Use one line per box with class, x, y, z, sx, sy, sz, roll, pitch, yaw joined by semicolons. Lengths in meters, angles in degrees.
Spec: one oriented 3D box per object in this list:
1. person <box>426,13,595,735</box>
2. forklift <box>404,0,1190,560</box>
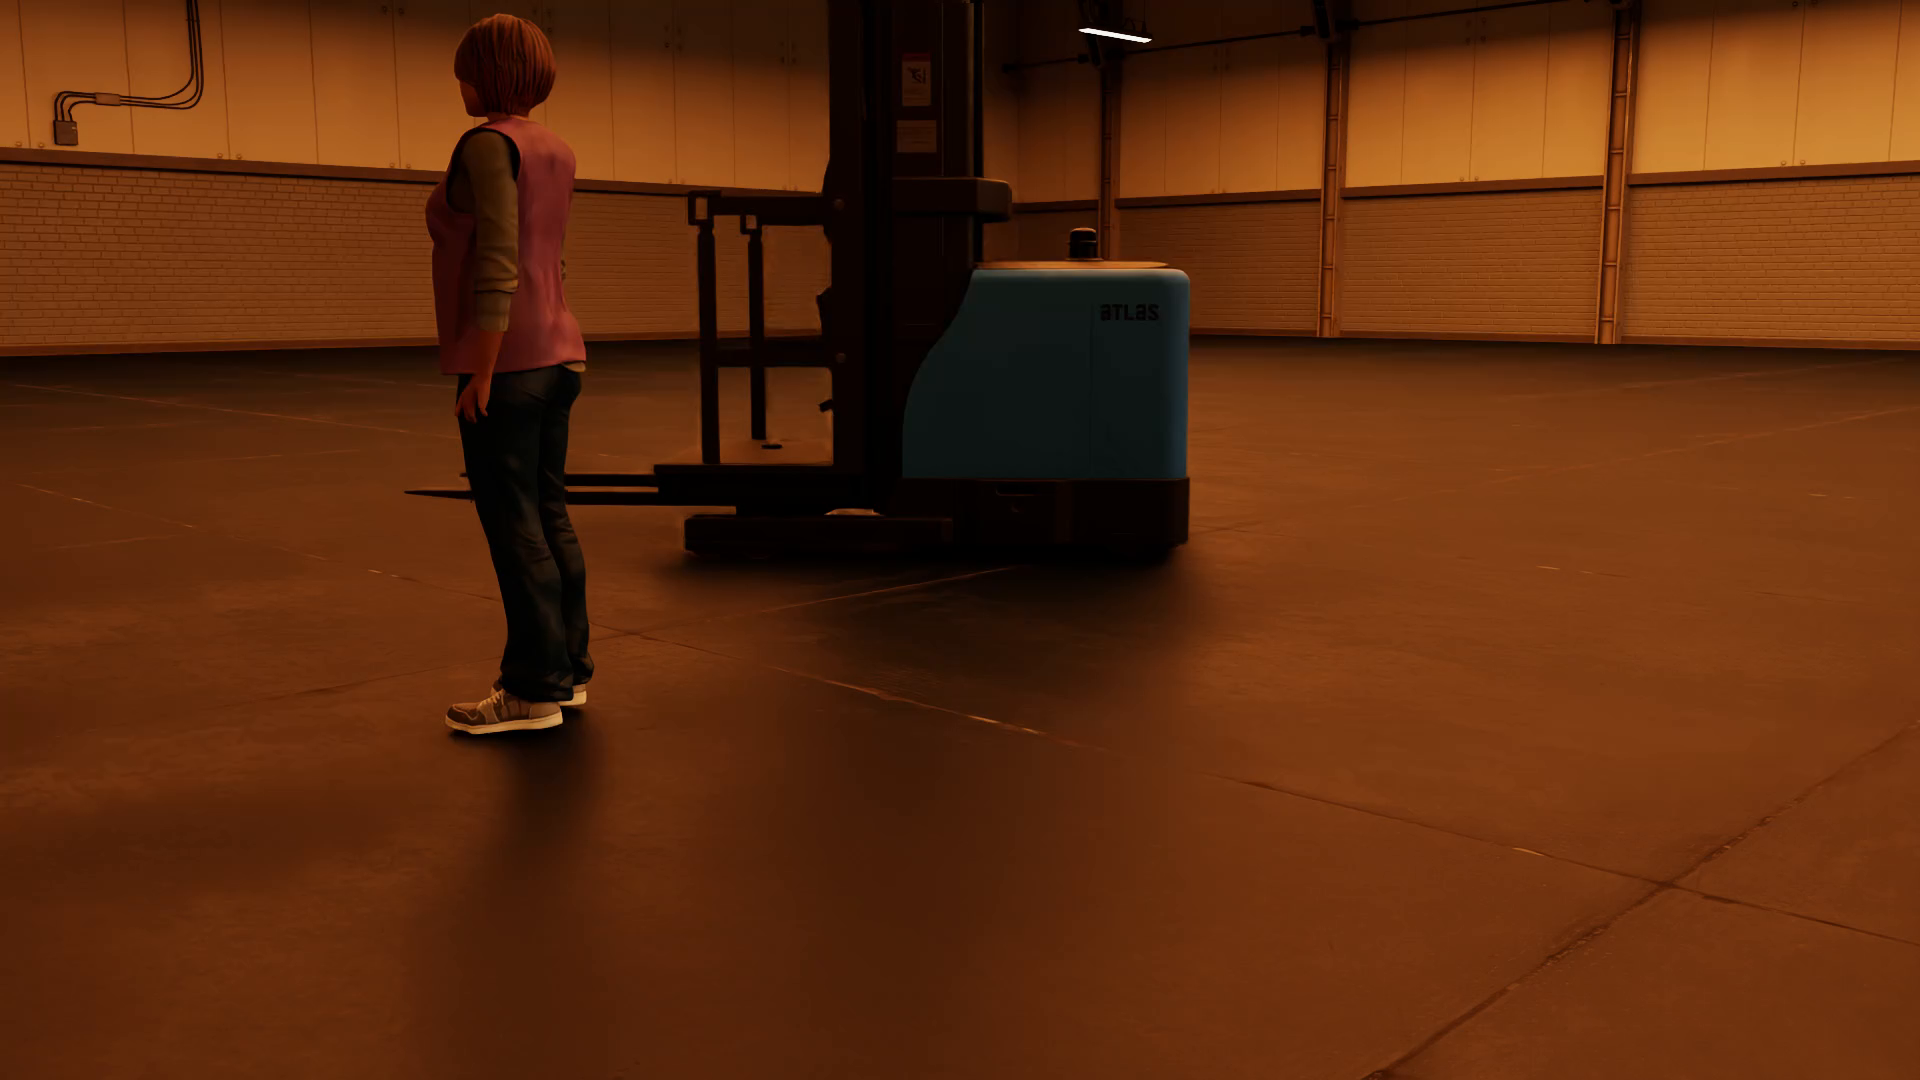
person;-1.022;-0.367;3.785;0.317;1.603;0.405;2;9;10
forklift;-0.635;-1.452;6.519;3.031;2.935;1.130;1;9;3
